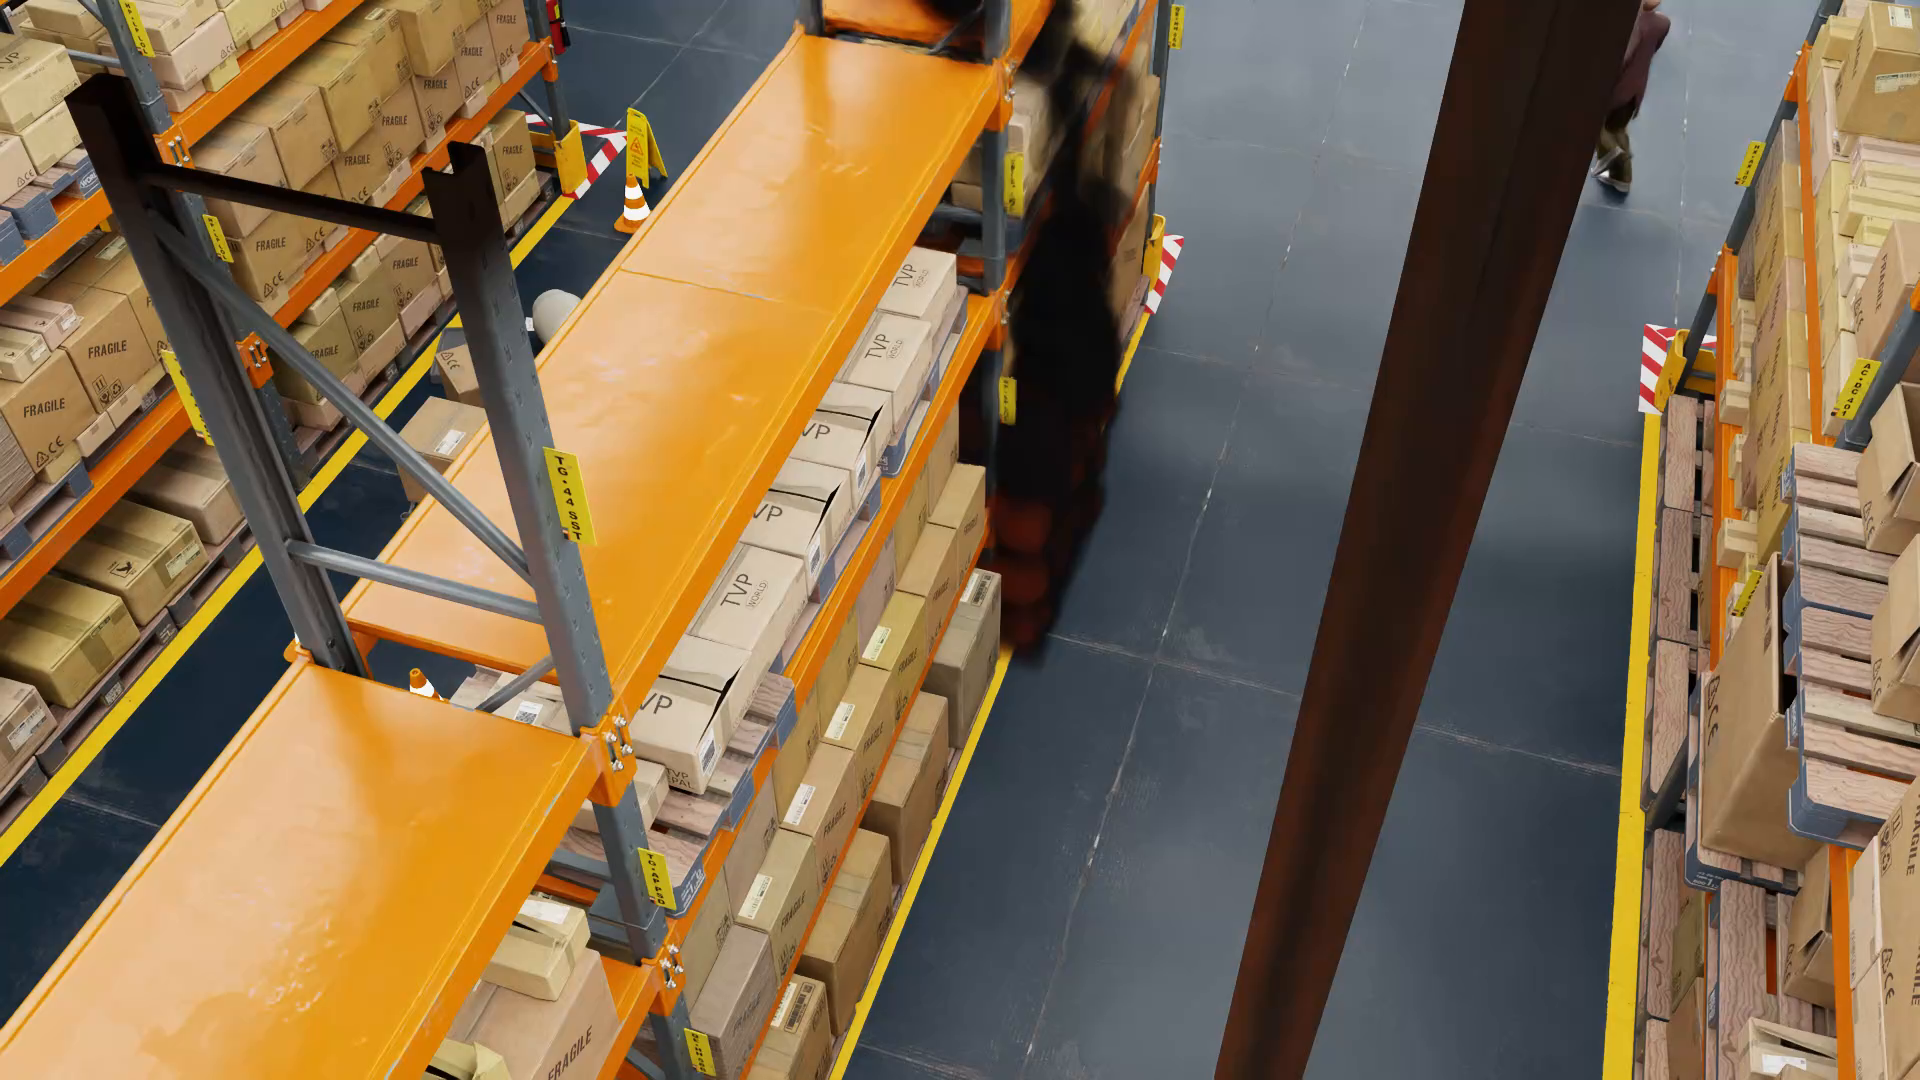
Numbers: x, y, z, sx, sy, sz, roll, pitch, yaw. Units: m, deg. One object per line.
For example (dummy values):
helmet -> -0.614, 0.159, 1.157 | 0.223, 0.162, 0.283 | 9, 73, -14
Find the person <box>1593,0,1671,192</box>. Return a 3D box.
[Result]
person -> 5.348, -3.708, 13.544 | 0.737, 1.737, 0.779 | -22, 50, -20
